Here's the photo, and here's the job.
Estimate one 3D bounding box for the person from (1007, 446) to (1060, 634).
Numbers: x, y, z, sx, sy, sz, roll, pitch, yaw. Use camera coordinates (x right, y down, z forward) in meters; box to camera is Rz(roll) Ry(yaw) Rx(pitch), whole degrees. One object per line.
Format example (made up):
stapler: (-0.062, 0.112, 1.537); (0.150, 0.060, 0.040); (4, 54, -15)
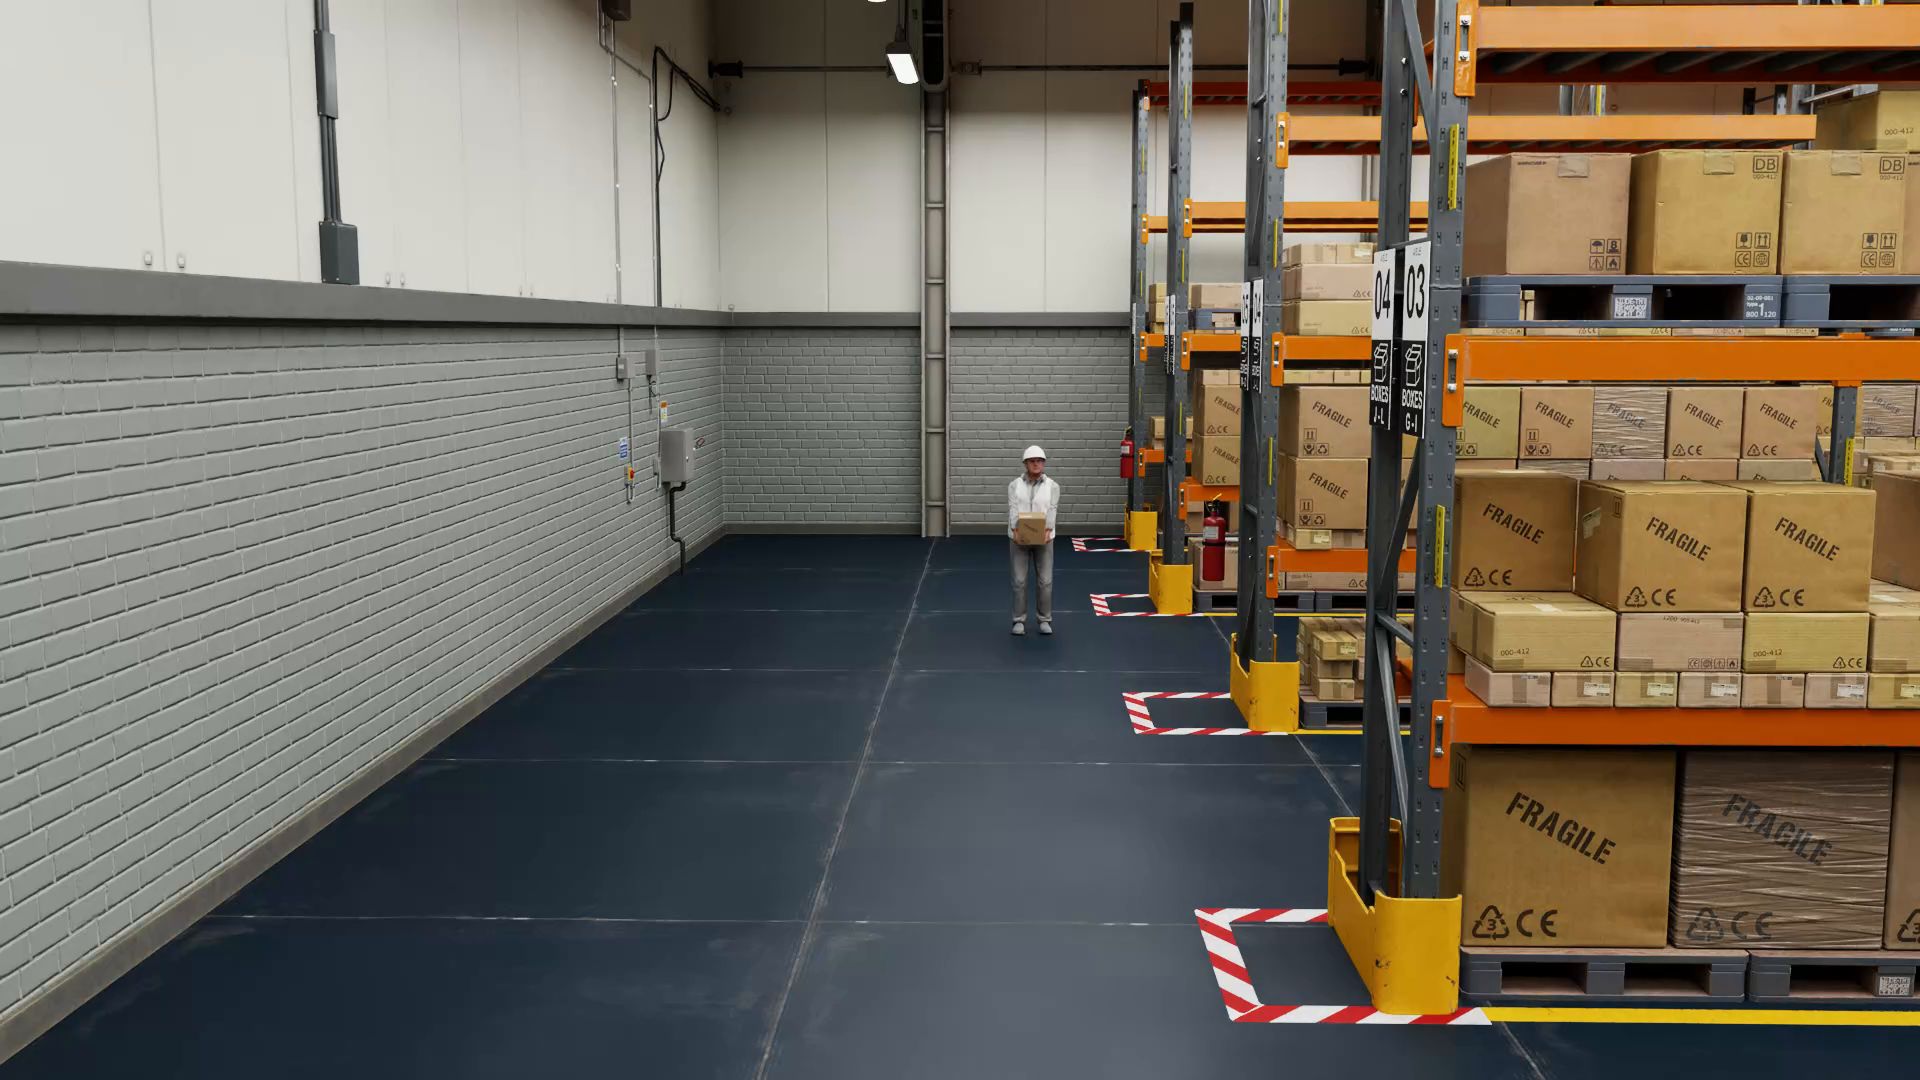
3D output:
person: (0.691, 0.007, 15.646); (0.494, 1.762, 0.554); (0, 7, 2)
